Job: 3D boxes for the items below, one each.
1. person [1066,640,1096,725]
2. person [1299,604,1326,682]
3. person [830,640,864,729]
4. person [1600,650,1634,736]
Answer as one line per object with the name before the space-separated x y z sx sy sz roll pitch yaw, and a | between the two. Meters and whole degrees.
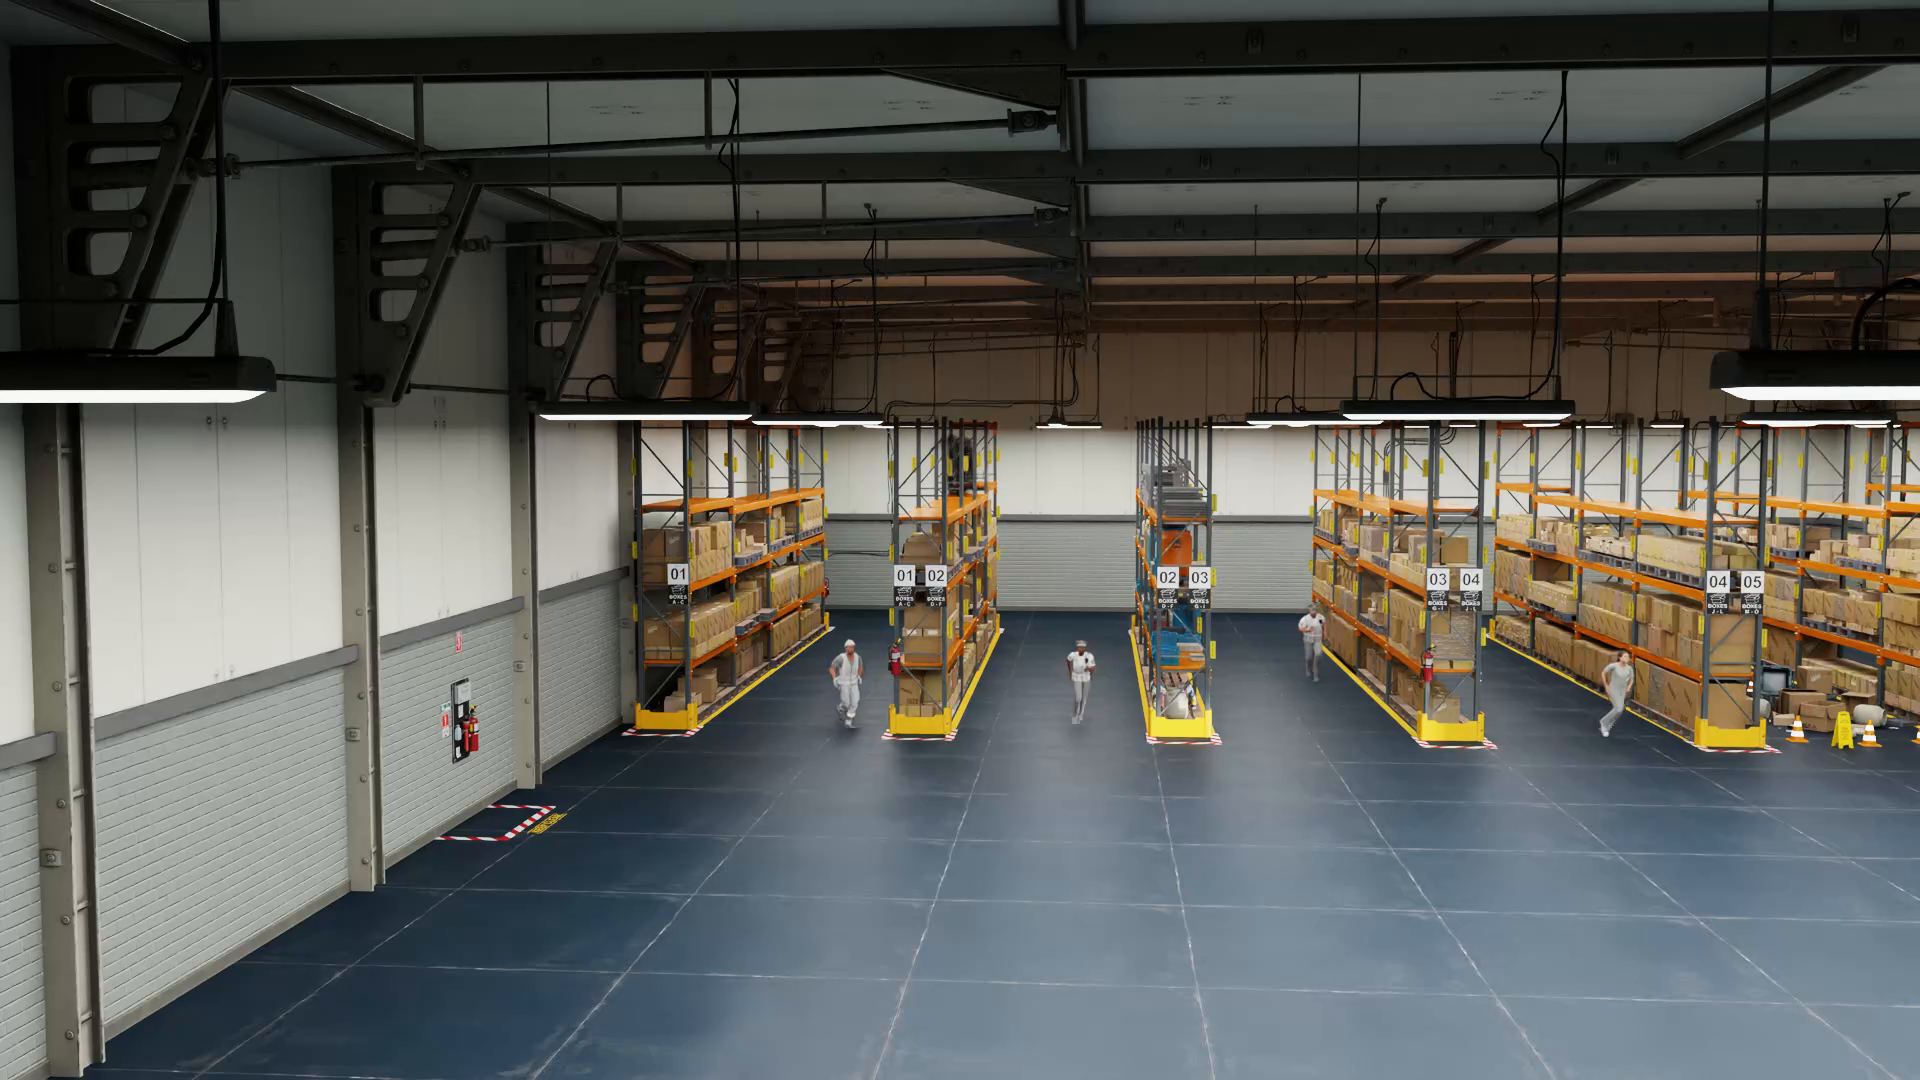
person | 2.365 2.774 32.440 0.547 1.694 0.811 0 4 -2
person | 8.122 2.355 38.293 0.688 1.830 0.876 0 4 0
person | -2.183 2.775 32.118 0.683 1.721 0.637 -2 4 -27
person | 12.371 2.874 31.202 0.559 1.622 0.535 -1 4 -13
